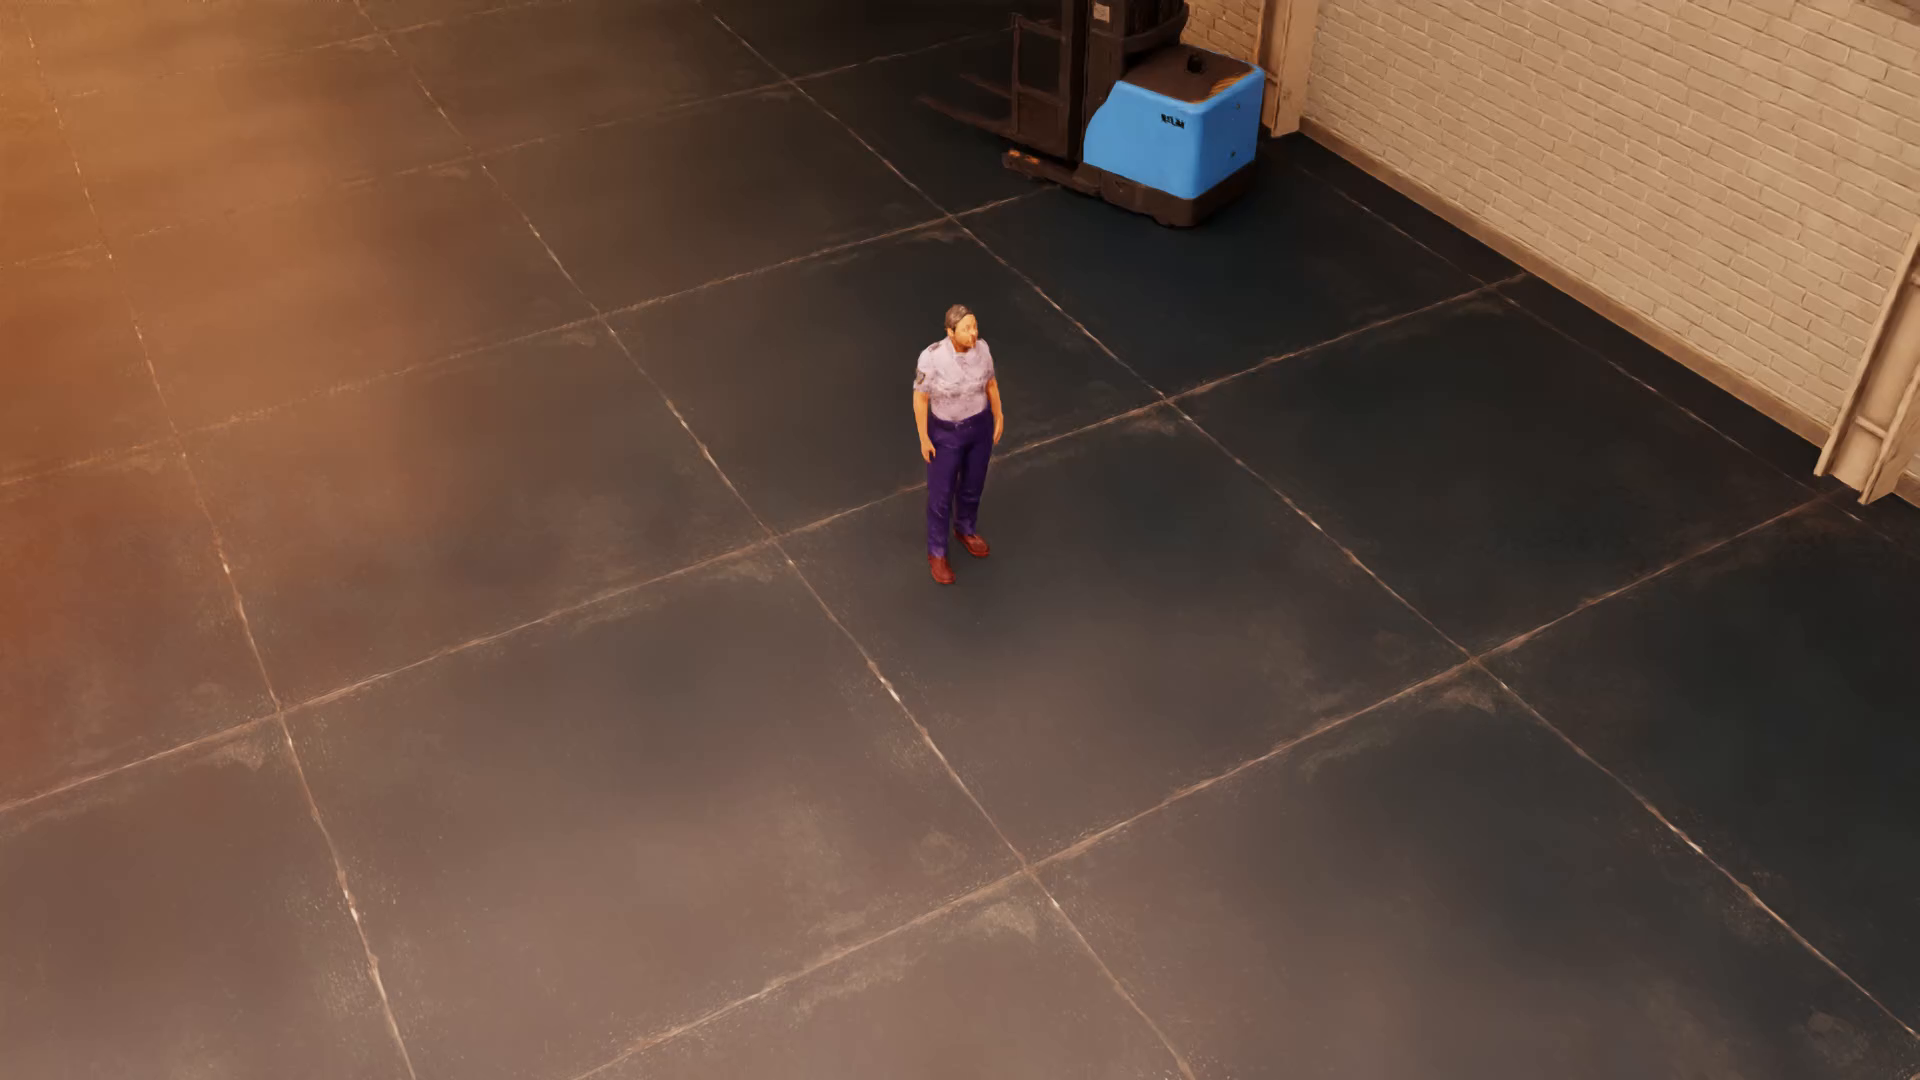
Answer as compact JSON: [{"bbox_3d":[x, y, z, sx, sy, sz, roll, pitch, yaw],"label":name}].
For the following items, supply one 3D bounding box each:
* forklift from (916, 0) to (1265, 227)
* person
[{"bbox_3d":[0.982,-4.413,13.357,3.031,2.935,1.130,28,47,30],"label":"forklift"},{"bbox_3d":[0.026,-0.583,9.733,0.599,1.650,0.502,-20,44,-23],"label":"person"}]
